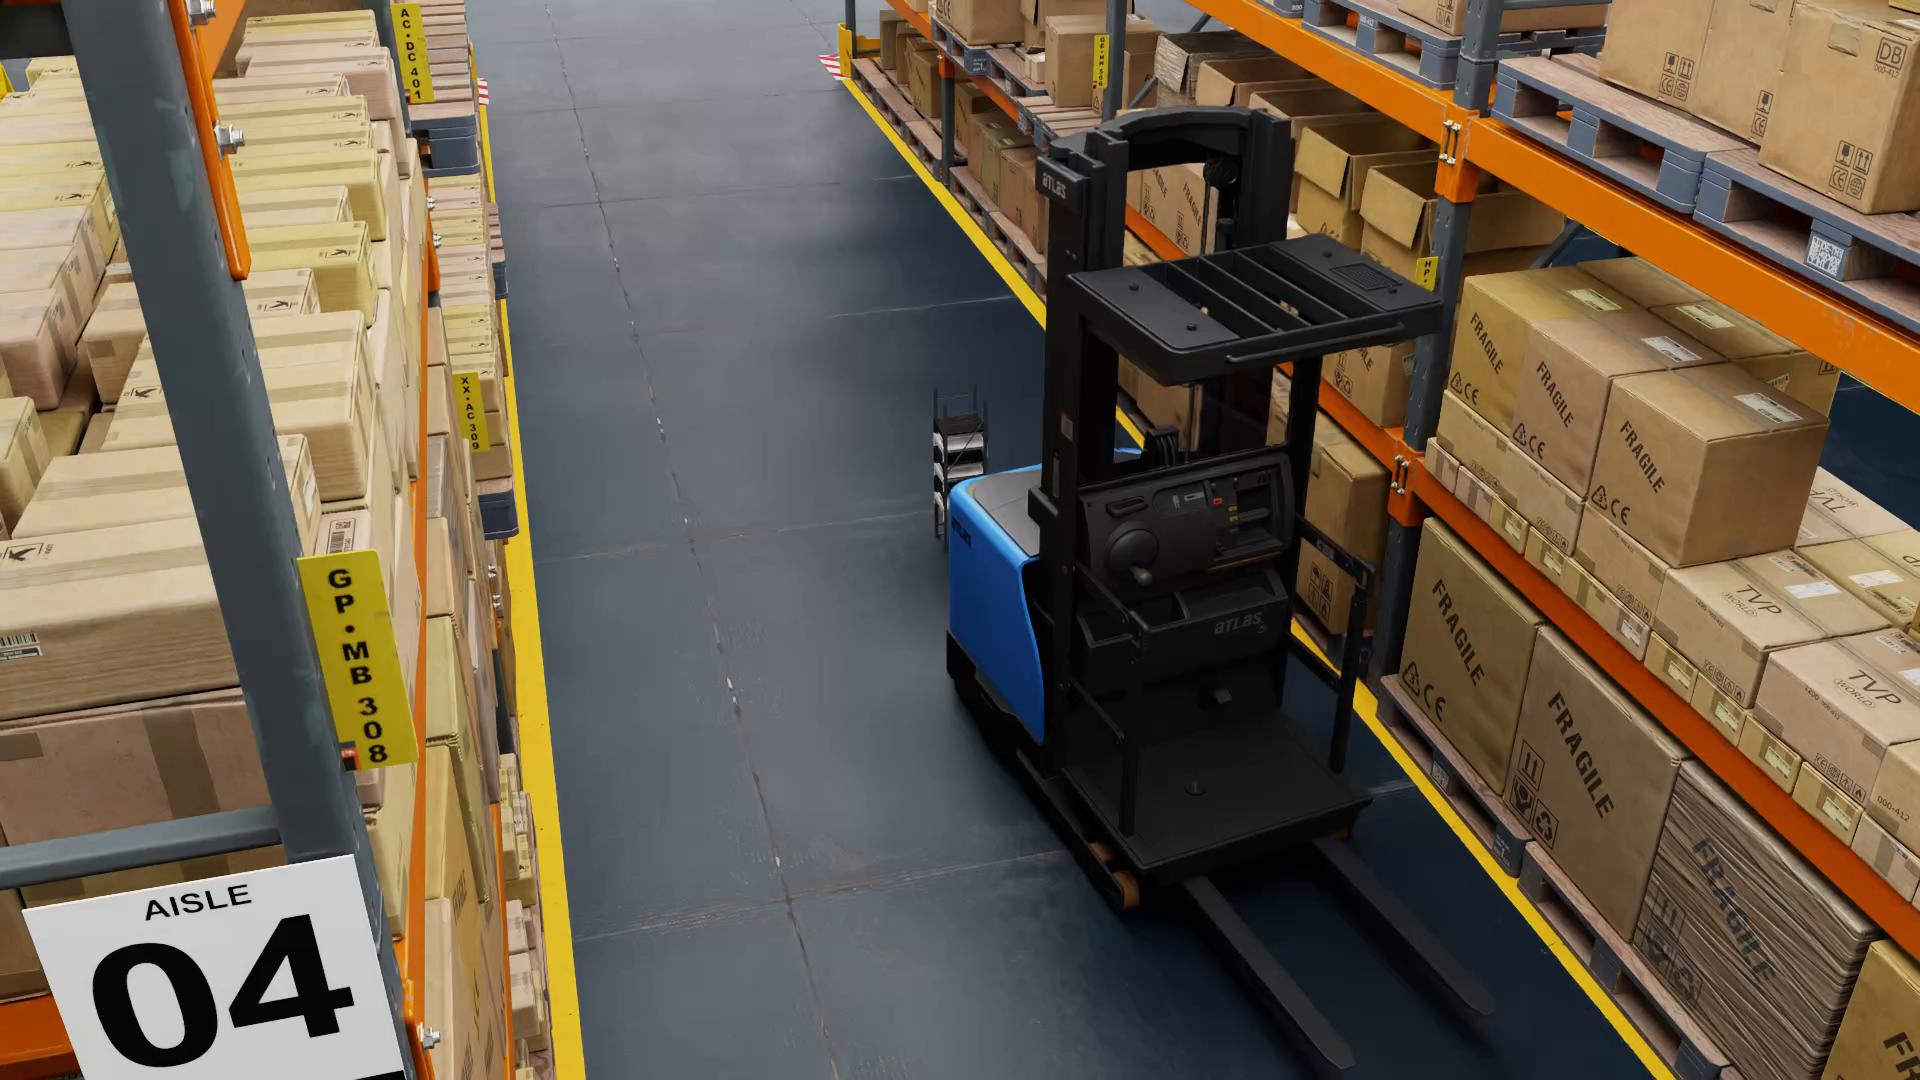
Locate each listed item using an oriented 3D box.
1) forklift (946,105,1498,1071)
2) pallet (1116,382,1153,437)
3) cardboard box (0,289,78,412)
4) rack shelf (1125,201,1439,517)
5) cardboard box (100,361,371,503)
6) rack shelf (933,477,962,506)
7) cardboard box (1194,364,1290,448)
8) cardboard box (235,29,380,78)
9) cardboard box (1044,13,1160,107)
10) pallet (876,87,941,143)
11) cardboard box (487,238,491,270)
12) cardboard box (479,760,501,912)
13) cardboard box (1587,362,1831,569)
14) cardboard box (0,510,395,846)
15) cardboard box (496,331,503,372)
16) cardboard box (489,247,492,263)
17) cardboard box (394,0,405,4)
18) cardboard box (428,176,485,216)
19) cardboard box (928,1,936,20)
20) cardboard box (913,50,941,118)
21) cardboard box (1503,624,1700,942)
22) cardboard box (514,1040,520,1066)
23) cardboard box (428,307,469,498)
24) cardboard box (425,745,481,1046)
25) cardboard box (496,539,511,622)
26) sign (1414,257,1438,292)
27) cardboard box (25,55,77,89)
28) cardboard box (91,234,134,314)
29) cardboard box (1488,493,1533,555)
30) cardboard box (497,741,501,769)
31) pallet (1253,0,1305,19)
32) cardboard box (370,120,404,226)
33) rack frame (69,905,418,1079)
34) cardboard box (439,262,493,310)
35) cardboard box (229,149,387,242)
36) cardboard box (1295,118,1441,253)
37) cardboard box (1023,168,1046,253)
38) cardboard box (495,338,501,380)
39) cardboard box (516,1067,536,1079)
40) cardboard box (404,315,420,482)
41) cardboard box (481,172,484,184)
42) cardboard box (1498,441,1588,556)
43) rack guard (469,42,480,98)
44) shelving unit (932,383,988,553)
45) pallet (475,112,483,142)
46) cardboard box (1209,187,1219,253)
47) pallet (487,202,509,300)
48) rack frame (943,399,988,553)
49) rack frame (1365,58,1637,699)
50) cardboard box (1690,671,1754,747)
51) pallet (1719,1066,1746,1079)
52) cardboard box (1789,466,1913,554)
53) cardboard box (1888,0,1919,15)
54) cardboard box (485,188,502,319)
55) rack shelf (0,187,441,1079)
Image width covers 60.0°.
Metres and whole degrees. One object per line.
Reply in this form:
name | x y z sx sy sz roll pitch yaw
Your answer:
forklift | 0.995 -0.026 6.369 1.130 2.935 3.031 -13 32 -21
pallet | 1.533 -0.970 10.715 1.003 0.211 1.213 -8 31 -13
cardboard box | -1.884 -0.336 3.095 0.380 0.149 0.250 -9 31 -14
rack shelf | 1.927 -1.290 9.203 1.077 0.370 4.000 -8 31 -13
cardboard box | -1.208 -0.168 2.805 0.380 0.149 0.250 -8 31 -13
rack shelf | 0.002 -0.279 9.080 0.258 0.077 0.200 -8 31 -13
cardboard box | 2.031 -0.636 9.056 1.225 0.875 0.875 -9 31 -15
cardboard box | -1.924 -1.406 4.943 0.380 0.149 0.250 -7 31 -12
cardboard box | 0.970 -3.304 11.445 0.700 0.500 0.500 -3 30 -6
pallet | -0.205 -4.202 16.300 1.003 0.211 1.213 -8 31 -13
cardboard box | -2.498 -1.358 8.136 0.380 0.149 0.250 -7 31 -12
cardboard box | -1.568 0.743 4.576 0.500 0.500 0.500 -9 31 -15
cardboard box | 2.605 -0.269 5.825 0.500 0.500 0.500 -9 31 -15
cardboard box | -1.158 0.206 2.556 0.500 0.250 0.500 -7 31 -12
cardboard box | -2.287 -0.848 7.552 0.380 0.149 0.250 -9 31 -15
cardboard box | -2.643 -1.487 8.657 0.380 0.149 0.250 -8 31 -14
cardboard box | -2.634 -2.313 6.735 0.797 0.503 0.637 -8 31 -14
cardboard box | -2.632 -1.735 8.491 0.380 0.149 0.250 -7 31 -12
cardboard box | -0.063 -4.577 14.415 0.380 0.149 0.250 -8 31 -13
cardboard box | -0.133 -4.363 15.869 0.500 0.500 0.500 -11 32 -18
cardboard box | 2.795 0.866 6.461 0.875 0.875 0.875 -8 31 -13
cardboard box | -1.679 1.651 5.533 0.380 0.149 0.250 -9 31 -16
cardboard box | -1.965 -0.439 5.618 0.500 0.500 0.500 -9 31 -15
cardboard box | -1.292 0.807 3.466 0.500 0.500 0.500 -7 31 -12
cardboard box | -2.433 0.228 7.938 0.500 0.500 0.500 -6 31 -11
sign | 1.938 -1.025 6.951 0.100 0.325 0.005 -8 31 -13
cardboard box | -2.467 -1.338 4.826 0.380 0.149 0.250 -9 31 -15
cardboard box | -2.050 -0.471 3.726 0.500 0.250 0.500 -9 31 -15
cardboard box | 2.356 -0.086 6.654 0.380 0.149 0.250 -7 31 -12
cardboard box | -2.005 0.907 6.521 0.380 0.149 0.250 -7 31 -12
pallet | 1.918 -2.940 8.530 1.003 0.211 1.213 -6 31 -11
cardboard box | -1.856 -1.033 4.696 0.500 0.250 0.500 -9 31 -15
rack frame | -1.289 1.907 2.961 1.000 3.000 0.127 -8 31 -13
cardboard box | -2.290 -1.109 7.410 0.380 0.149 0.250 -8 31 -14
cardboard box | -1.549 -0.791 3.881 0.380 0.149 0.250 -8 31 -14
cardboard box | 2.110 -1.753 8.184 0.797 0.503 0.637 -8 31 -13
cardboard box | 0.883 -2.536 12.693 0.700 0.500 0.500 -5 30 -9
cardboard box | -2.152 -0.728 7.047 0.380 0.149 0.250 -7 31 -12
cardboard box | -1.469 1.770 5.030 0.380 0.149 0.250 -7 31 -13
cardboard box | -1.573 -0.330 3.981 0.500 0.250 0.500 -8 31 -13
cardboard box | -2.842 -1.980 9.212 0.380 0.149 0.250 -7 31 -12
cardboard box | 2.457 -0.197 6.448 0.500 0.250 0.500 -8 31 -14
rack guard | -5.542 -4.750 16.958 1.175 0.500 0.348 -8 31 -13
shelving unit | 0.002 -0.386 9.018 0.258 0.900 0.210 -8 31 -13
pallet | -4.928 -3.650 15.345 1.003 0.211 1.213 -8 31 -13
cardboard box | 1.672 -1.602 8.924 0.500 0.500 0.500 -8 31 -13
pallet | -3.121 -1.544 9.114 1.213 0.211 1.003 -8 31 -13
rack frame | 0.029 -0.336 8.933 0.240 0.900 0.006 -8 31 -13
rack frame | 2.458 -0.636 7.354 1.000 3.000 0.127 -8 31 -13
cardboard box | 2.702 0.539 5.576 0.380 0.149 0.250 -7 31 -12
pallet | 3.232 2.128 5.364 1.003 0.211 1.213 -8 31 -13
cardboard box | 3.104 -0.025 6.151 0.500 0.250 0.500 -7 31 -12
cardboard box | 2.993 -1.572 4.609 0.500 0.250 0.500 -9 31 -15
cardboard box | -3.723 -1.893 11.352 1.050 0.750 0.750 -7 31 -13
rack shelf | -1.820 -0.046 4.058 1.077 0.370 4.000 -8 31 -13
